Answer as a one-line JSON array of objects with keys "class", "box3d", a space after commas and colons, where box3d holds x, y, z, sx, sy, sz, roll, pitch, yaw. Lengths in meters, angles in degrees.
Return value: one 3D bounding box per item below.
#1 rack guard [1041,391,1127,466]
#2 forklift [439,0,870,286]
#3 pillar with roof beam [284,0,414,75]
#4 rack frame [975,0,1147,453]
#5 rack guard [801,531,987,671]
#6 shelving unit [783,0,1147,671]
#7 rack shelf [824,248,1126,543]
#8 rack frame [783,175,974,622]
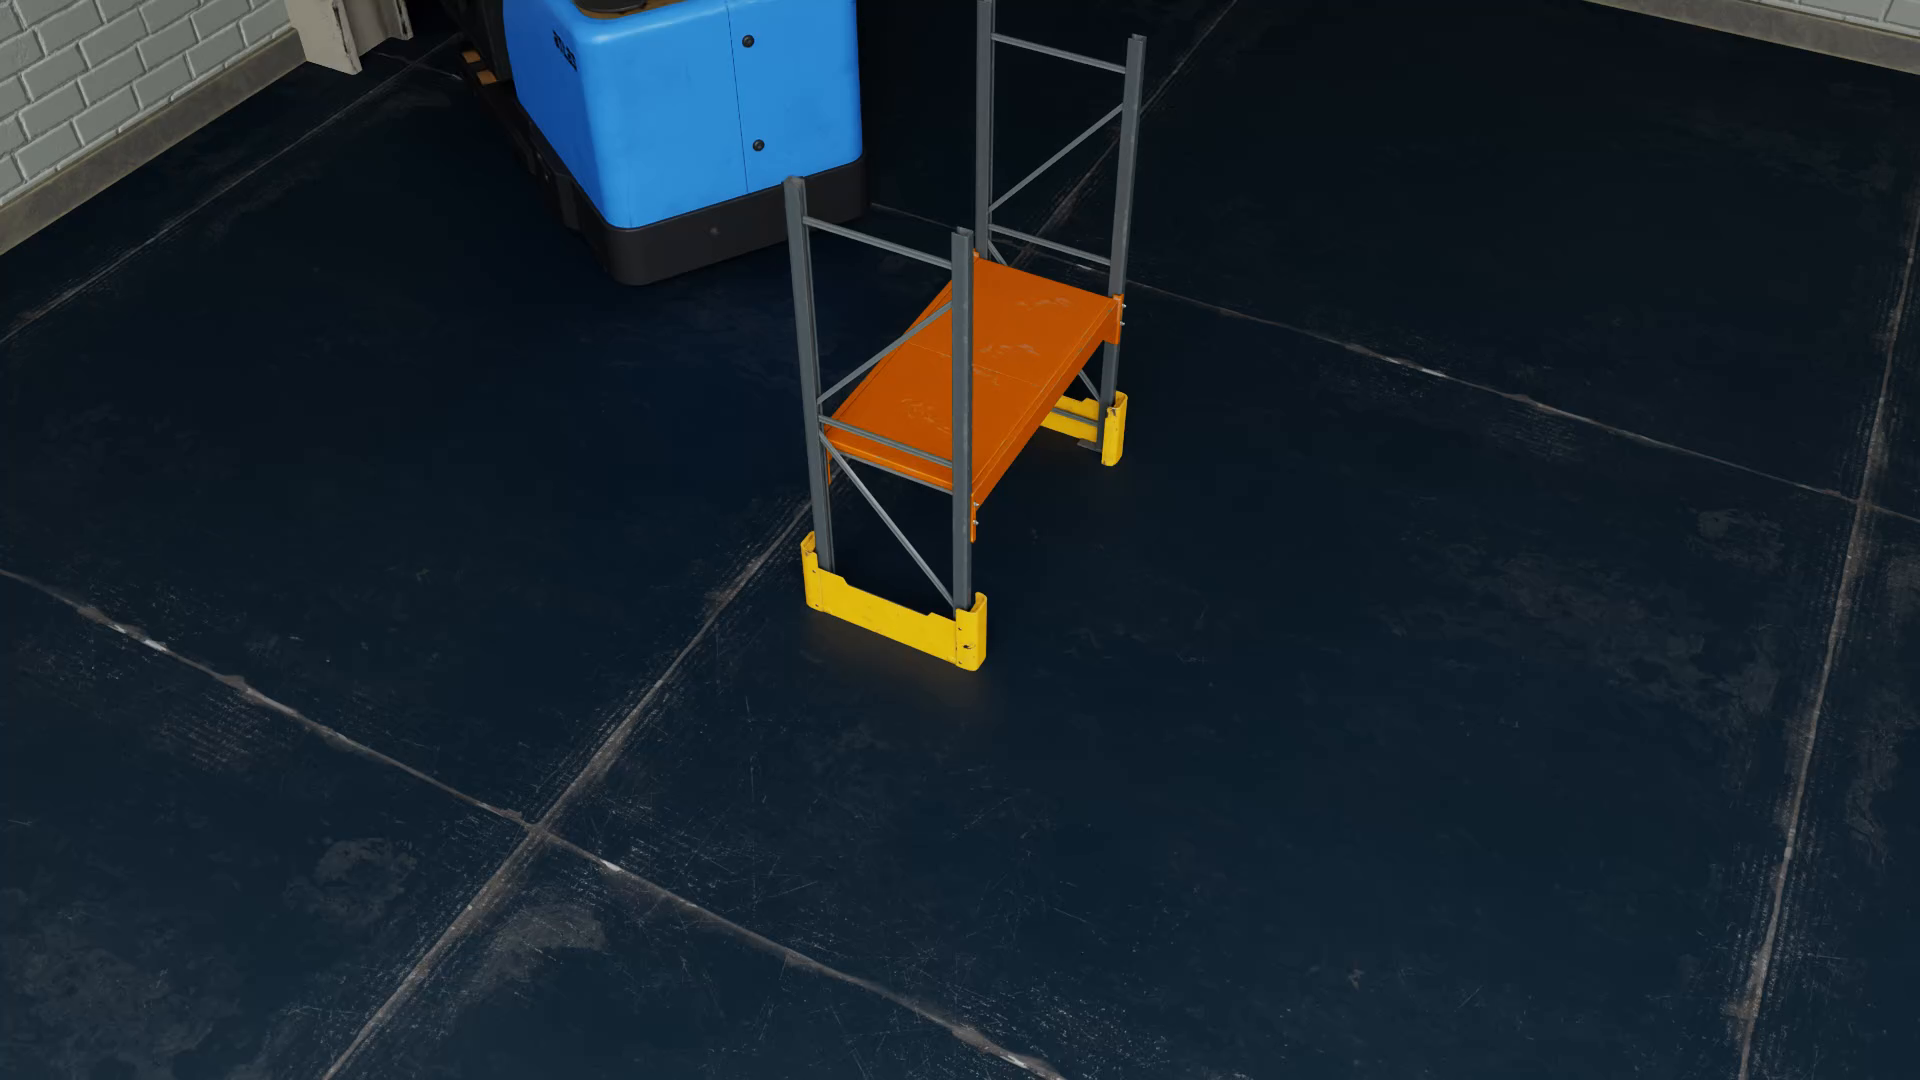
[{"class": "rack guard", "box3d": [0.267, -0.450, 5.519, 0.587, 0.250, 0.087, 20, 49, 19]}, {"class": "forklift", "box3d": [-1.513, -3.000, 6.154, 1.130, 2.935, 3.031, -22, 49, -20]}, {"class": "pillar with roof beam", "box3d": [1.126, -3.946, 2.823, 9.100, 9.000, 0.400, 20, 49, 19]}, {"class": "rack frame", "box3d": [0.276, -0.901, 5.086, 0.500, 1.500, 0.032, 20, 49, 19]}, {"class": "rack guard", "box3d": [-0.196, 0.178, 4.898, 0.587, 0.250, 0.087, 20, 49, 19]}, {"class": "shelving unit", "box3d": [0.035, -0.575, 4.764, 0.587, 1.500, 1.083, 20, 49, 19]}, {"class": "rack shelf", "box3d": [0.040, -0.455, 4.898, 0.538, 0.185, 1.000, 20, 49, 19]}, {"class": "rack frame", "box3d": [-0.196, -0.261, 4.453, 0.500, 1.500, 0.032, 20, 49, 19]}]
